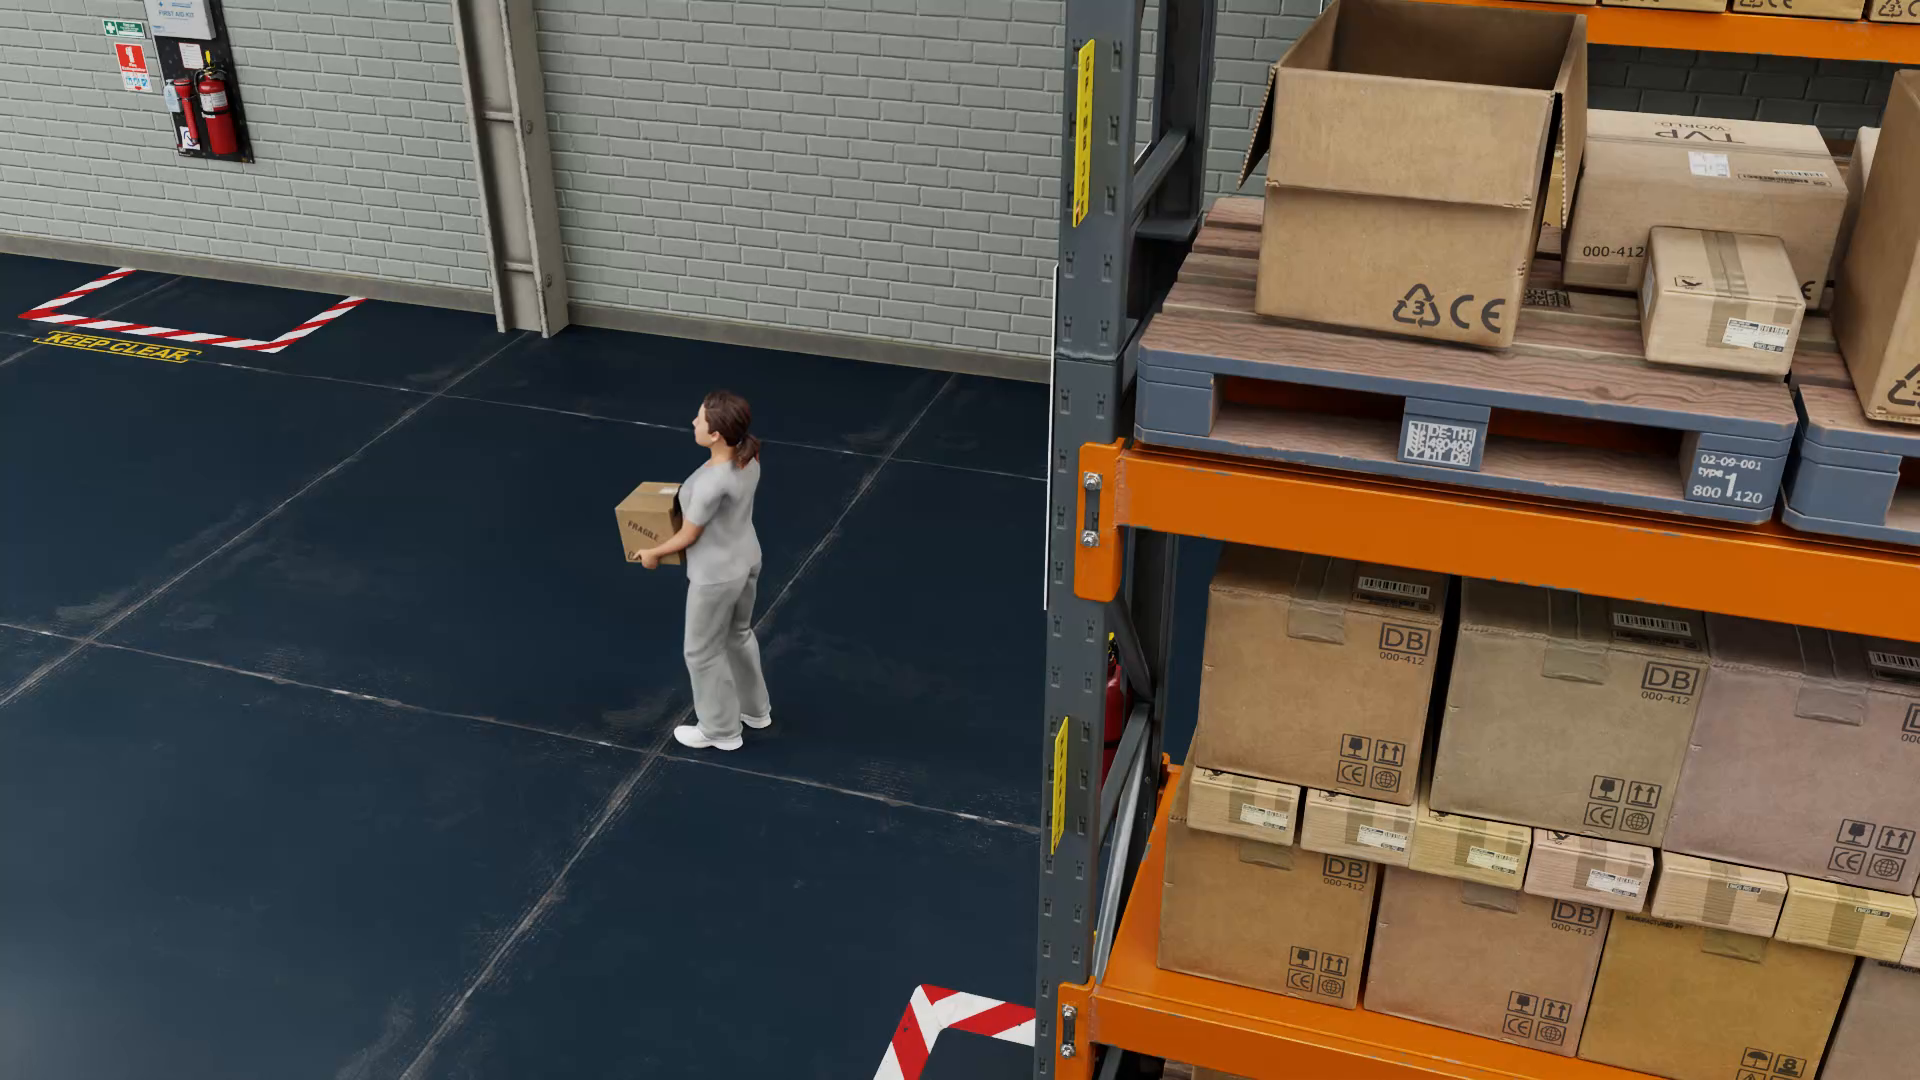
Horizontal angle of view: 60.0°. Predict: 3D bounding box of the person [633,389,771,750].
[{"bbox_3d":[-1.043,0.126,6.916,0.555,1.662,0.437,9,31,16],"label":"person"}]
